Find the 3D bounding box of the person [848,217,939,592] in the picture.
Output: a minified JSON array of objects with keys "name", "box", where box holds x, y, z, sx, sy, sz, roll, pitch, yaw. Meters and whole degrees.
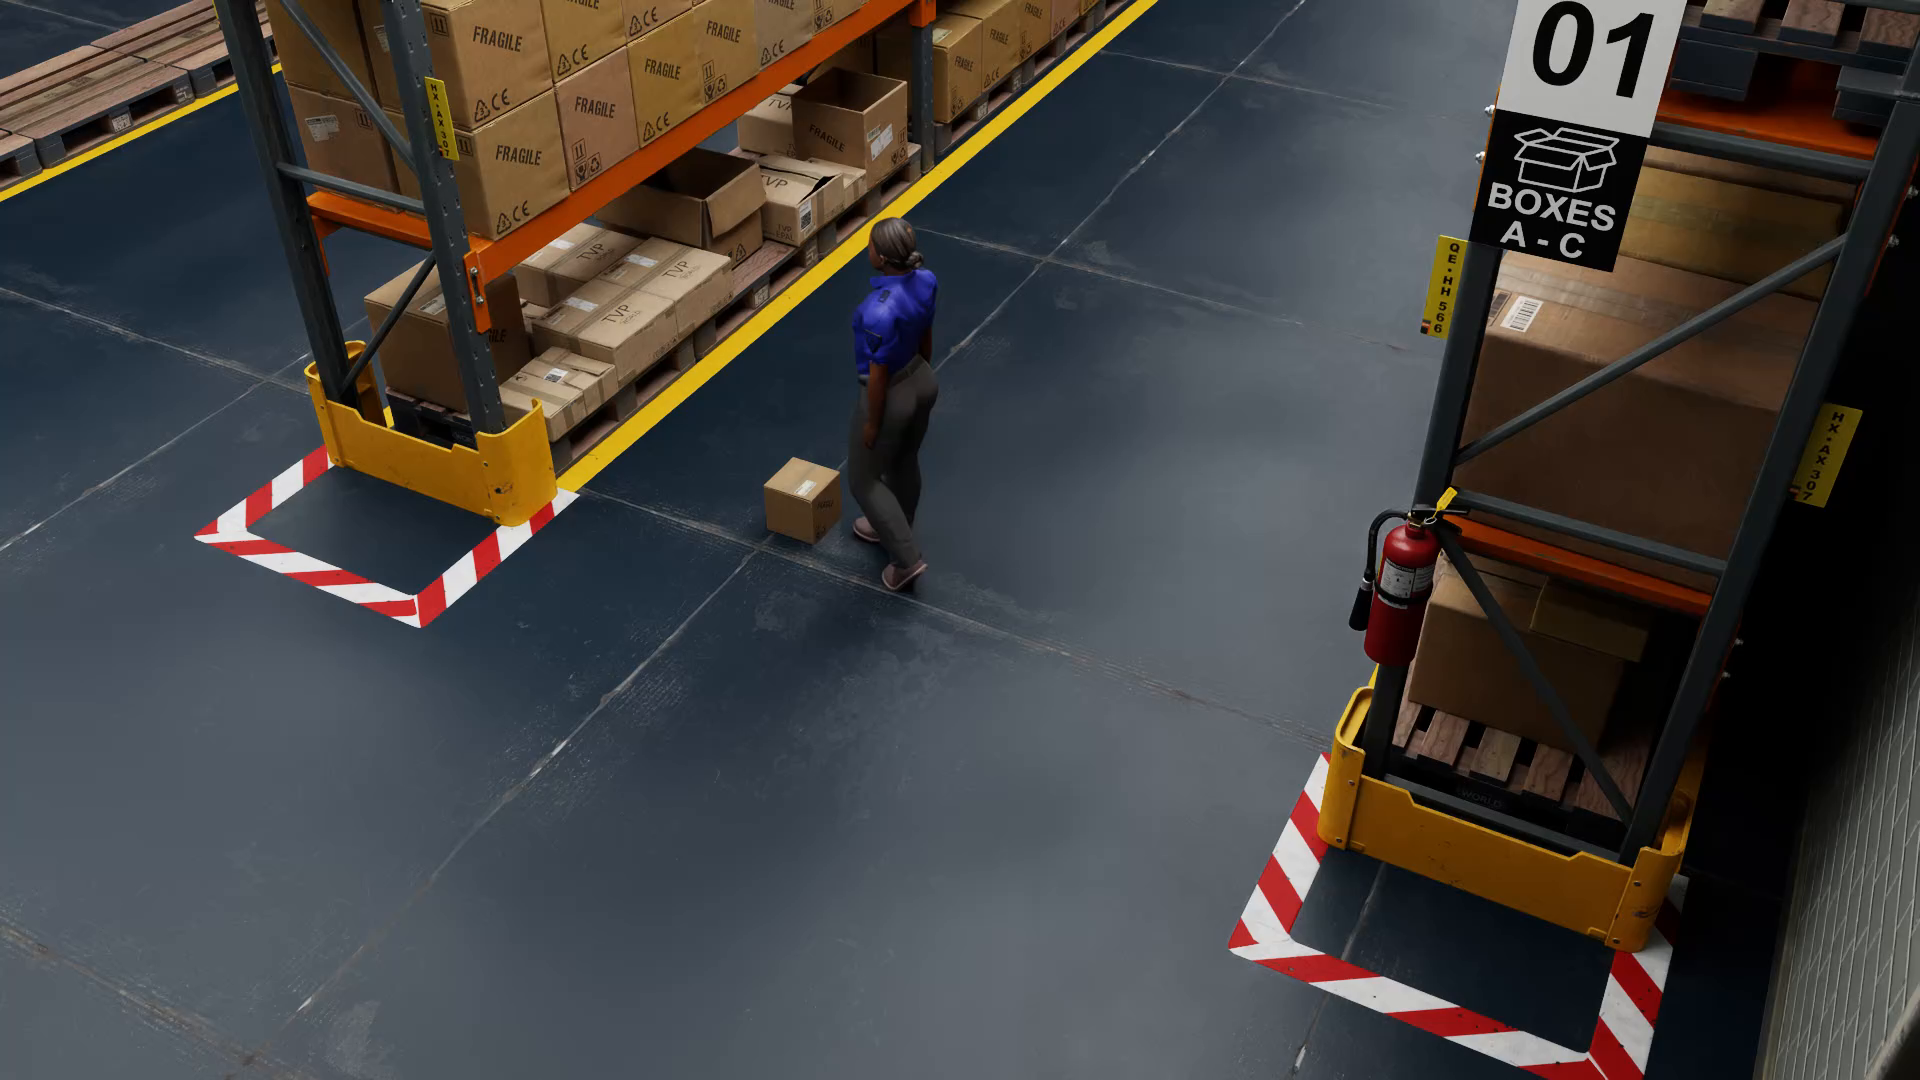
[{"name":"person","box":[-0.268,-0.588,6.907,0.536,1.674,0.480,22,43,26]}]
